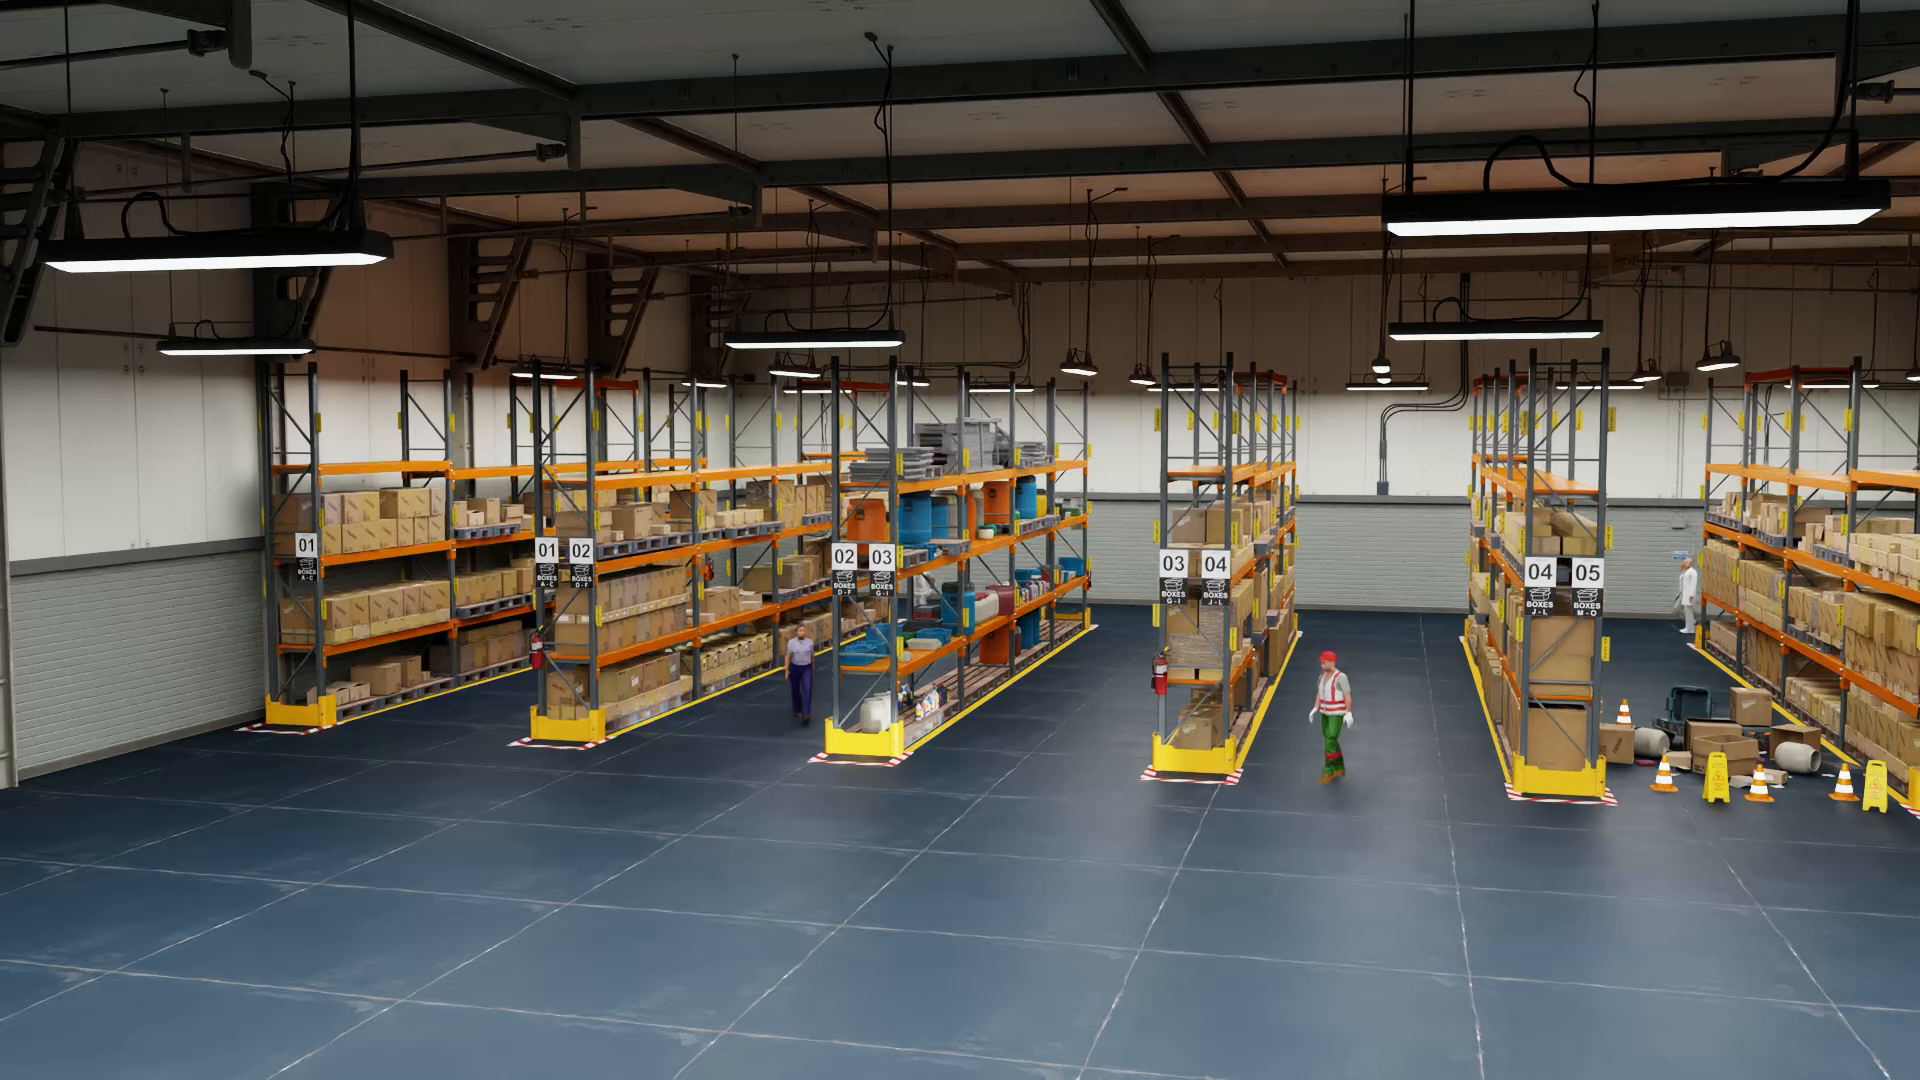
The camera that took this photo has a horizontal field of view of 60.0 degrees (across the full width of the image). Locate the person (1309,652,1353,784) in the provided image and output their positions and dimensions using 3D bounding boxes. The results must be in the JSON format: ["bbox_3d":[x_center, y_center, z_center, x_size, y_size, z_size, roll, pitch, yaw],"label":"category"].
[{"bbox_3d":[5.174,2.468,23.374,0.673,1.790,0.627,-2,4,-24],"label":"person"}]

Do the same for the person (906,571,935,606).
[{"bbox_3d":[-0.969,1.310,40.607,0.694,1.681,0.655,2,4,21],"label":"person"}]

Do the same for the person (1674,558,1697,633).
[{"bbox_3d":[17.275,1.322,39.501,0.532,1.789,0.607,0,4,-3],"label":"person"}]

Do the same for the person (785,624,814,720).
[{"bbox_3d":[-2.695,2.223,27.964,0.501,1.586,0.932,0,4,-7],"label":"person"}]
